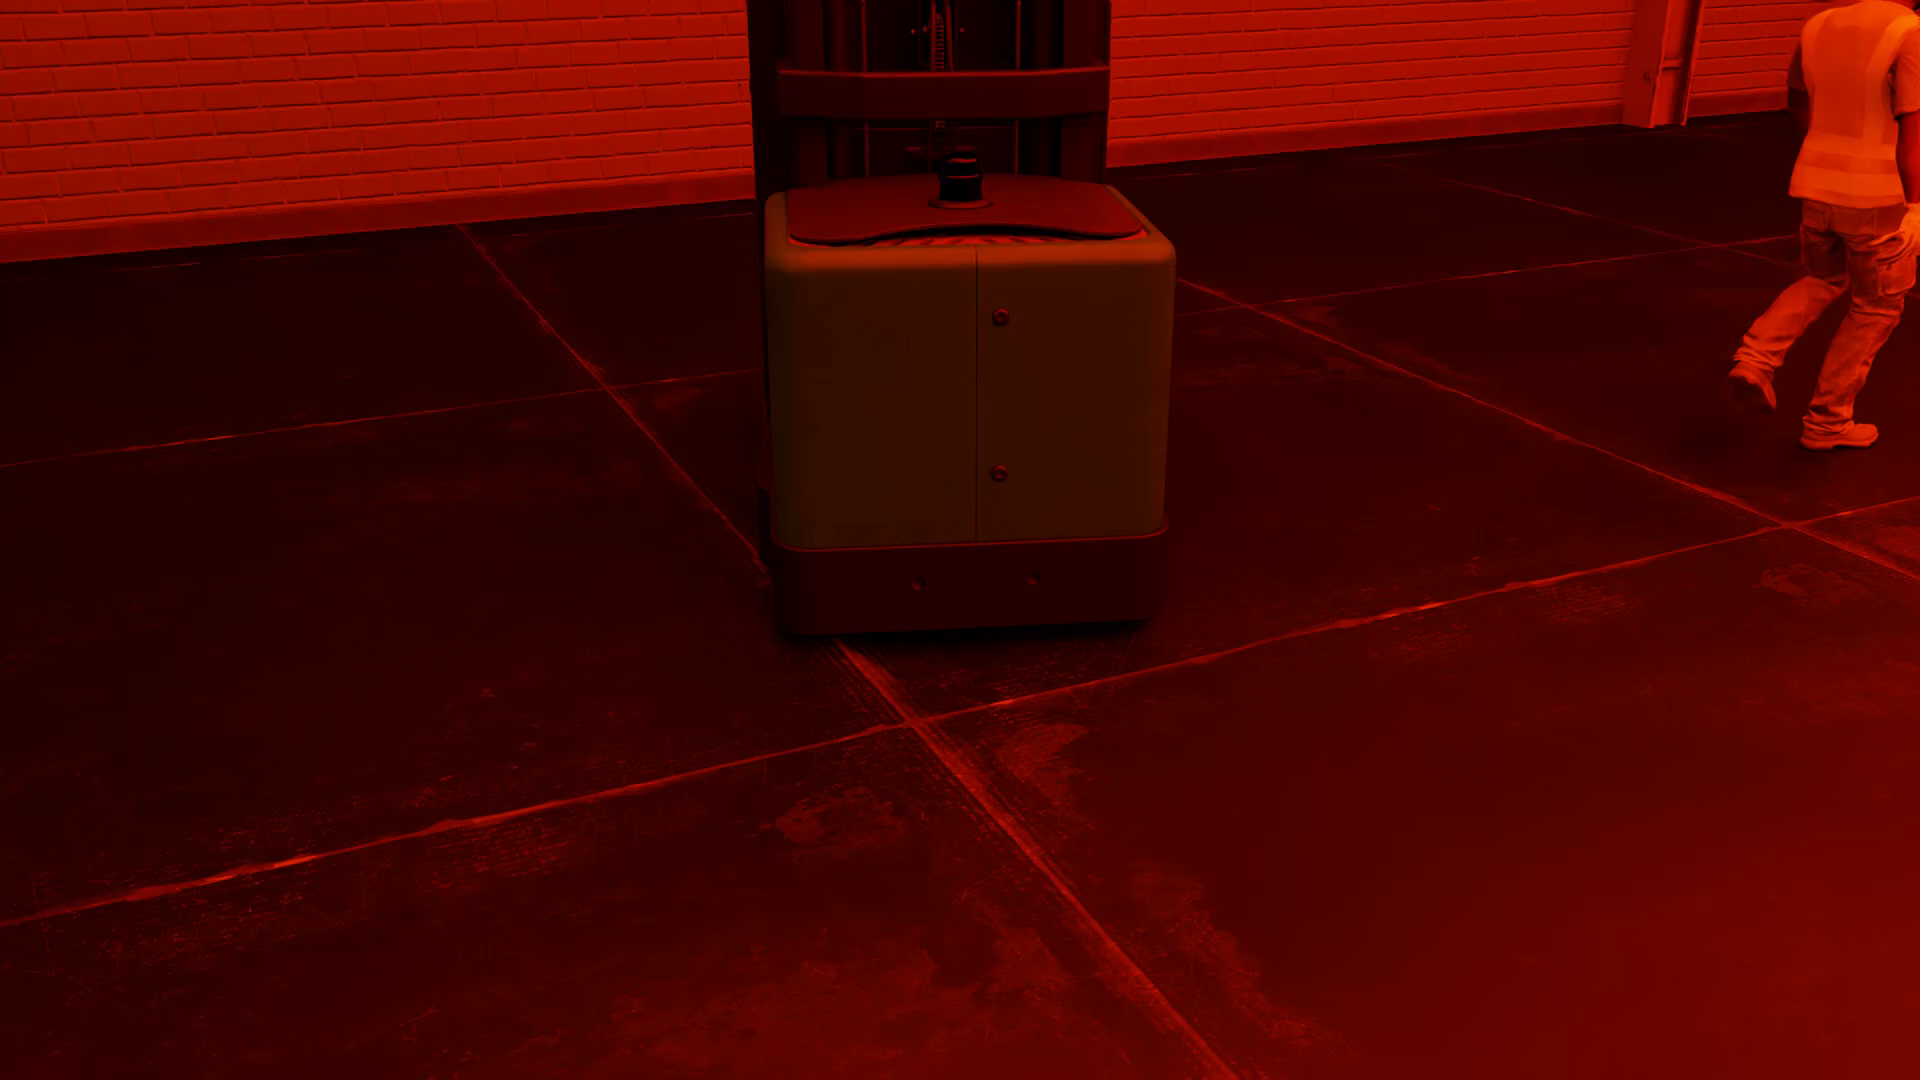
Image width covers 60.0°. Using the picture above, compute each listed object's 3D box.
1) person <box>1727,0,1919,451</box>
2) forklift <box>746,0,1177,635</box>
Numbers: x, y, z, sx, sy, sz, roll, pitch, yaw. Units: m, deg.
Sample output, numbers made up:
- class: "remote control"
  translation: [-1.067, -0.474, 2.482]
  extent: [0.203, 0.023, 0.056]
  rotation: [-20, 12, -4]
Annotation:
- class: "person"
  translation: [3.023, -1.174, 5.634]
  extent: [0.494, 1.764, 0.767]
  rotation: [-8, 24, -18]
- class: "forklift"
  translation: [-0.118, -1.633, 5.218]
  extent: [1.130, 2.935, 3.031]
  rotation: [-2, 23, -6]
